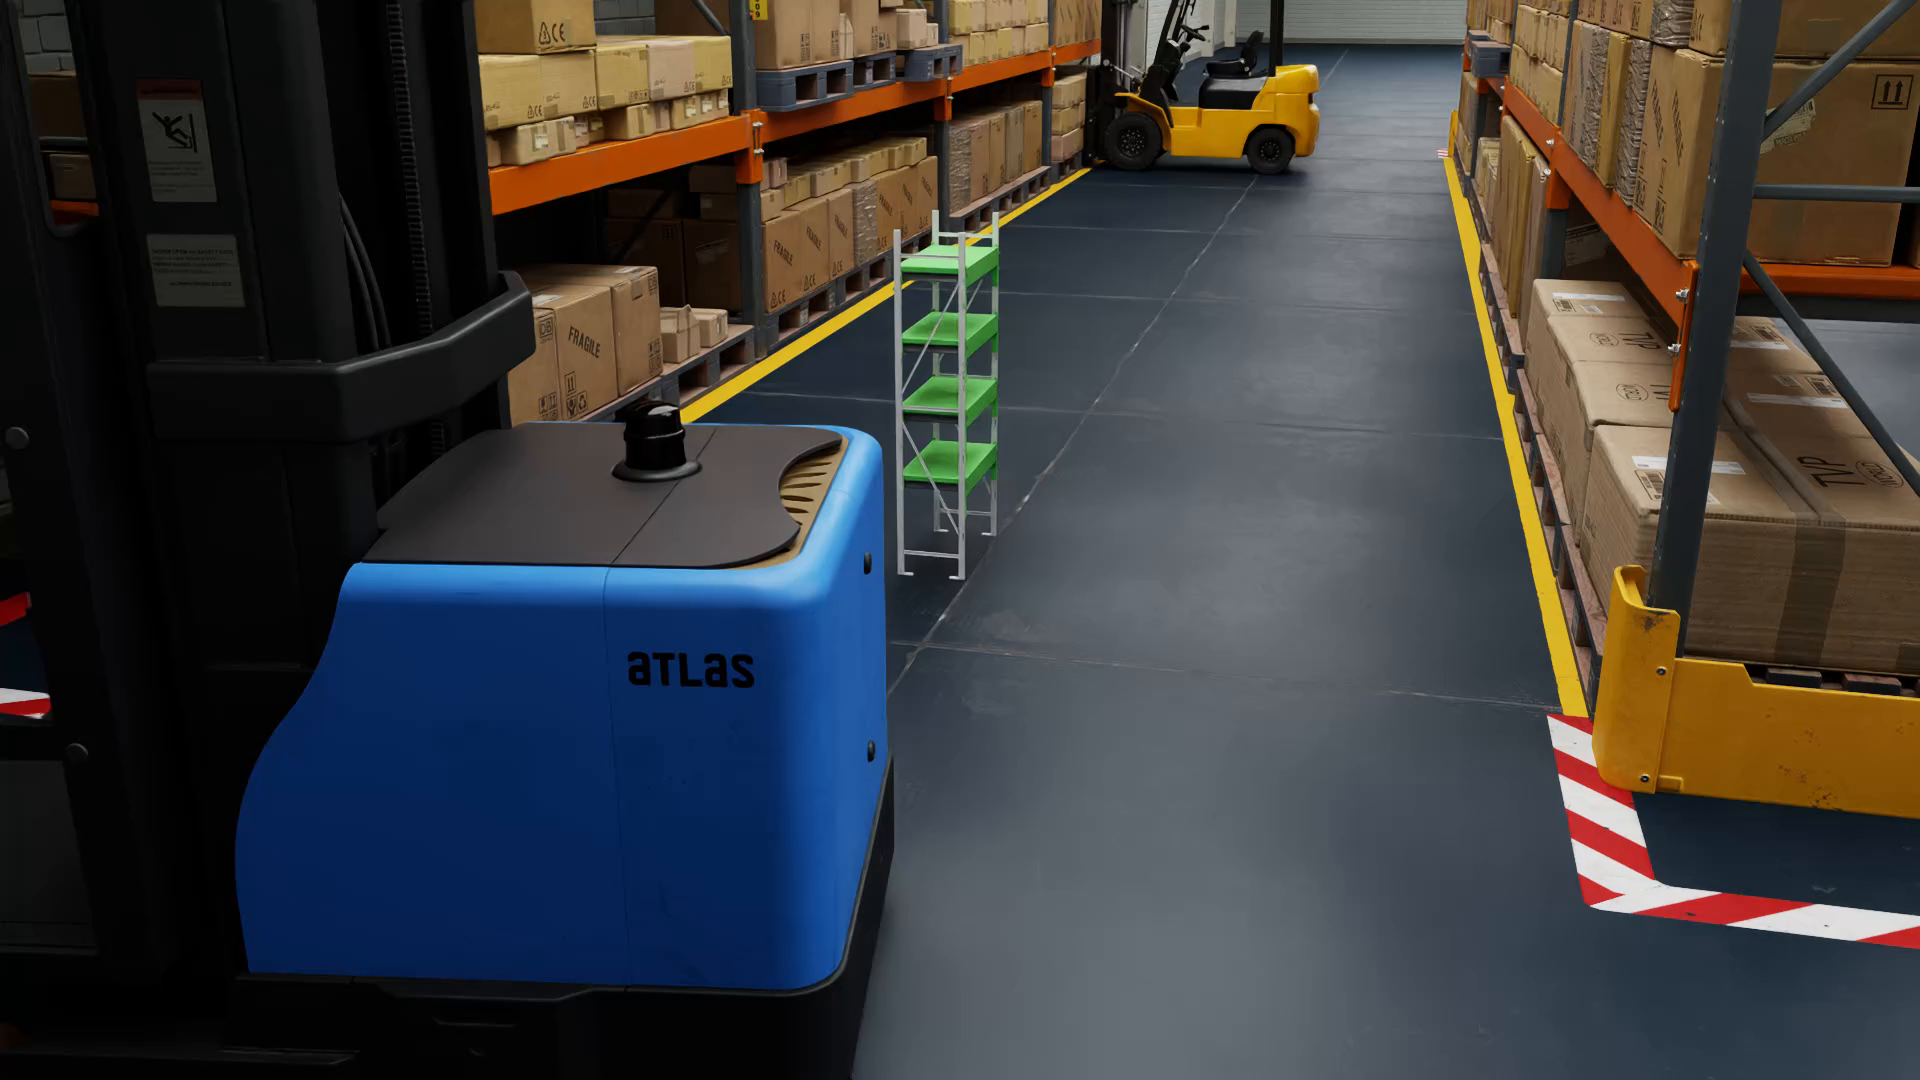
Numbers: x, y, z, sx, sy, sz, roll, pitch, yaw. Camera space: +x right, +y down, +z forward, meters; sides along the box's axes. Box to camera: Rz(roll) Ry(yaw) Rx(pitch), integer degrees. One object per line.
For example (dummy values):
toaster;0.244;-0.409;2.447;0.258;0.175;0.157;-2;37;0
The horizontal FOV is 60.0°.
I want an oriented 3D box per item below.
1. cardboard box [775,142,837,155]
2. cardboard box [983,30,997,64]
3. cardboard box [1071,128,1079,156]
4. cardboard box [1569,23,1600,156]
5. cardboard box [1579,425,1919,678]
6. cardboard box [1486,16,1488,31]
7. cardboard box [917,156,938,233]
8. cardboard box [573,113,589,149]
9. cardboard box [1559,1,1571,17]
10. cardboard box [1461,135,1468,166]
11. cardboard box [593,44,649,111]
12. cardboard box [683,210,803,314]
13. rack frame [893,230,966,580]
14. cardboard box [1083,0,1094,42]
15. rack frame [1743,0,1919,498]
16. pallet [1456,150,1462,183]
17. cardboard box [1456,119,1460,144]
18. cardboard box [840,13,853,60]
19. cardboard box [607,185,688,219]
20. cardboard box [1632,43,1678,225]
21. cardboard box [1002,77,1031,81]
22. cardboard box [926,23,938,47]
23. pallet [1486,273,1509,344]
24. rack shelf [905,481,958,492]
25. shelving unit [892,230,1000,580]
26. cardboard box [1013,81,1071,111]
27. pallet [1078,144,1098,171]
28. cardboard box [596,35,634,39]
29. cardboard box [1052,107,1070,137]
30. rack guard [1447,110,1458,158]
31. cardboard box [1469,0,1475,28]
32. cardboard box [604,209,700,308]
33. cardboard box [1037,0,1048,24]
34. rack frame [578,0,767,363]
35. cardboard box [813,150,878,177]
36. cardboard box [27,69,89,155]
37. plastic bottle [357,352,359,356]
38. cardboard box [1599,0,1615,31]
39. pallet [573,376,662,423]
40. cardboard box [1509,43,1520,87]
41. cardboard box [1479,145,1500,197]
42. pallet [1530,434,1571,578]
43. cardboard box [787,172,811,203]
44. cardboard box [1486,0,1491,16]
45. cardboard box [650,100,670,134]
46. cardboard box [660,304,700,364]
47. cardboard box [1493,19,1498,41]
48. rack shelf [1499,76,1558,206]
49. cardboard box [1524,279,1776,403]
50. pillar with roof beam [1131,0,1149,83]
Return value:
cardboard box;-1.083;-2.709;11.691;0.380;0.149;0.250;5;19;14
cardboard box;0.012;-4.058;13.661;0.500;0.250;0.500;4;19;12
cardboard box;0.946;-4.127;17.235;0.500;0.250;0.500;4;19;12
cardboard box;2.762;-1.809;6.689;0.500;0.500;0.500;5;19;14
cardboard box;2.344;0.007;4.841;0.875;0.438;0.875;4;19;12
cardboard box;4.770;-4.485;14.416;0.380;0.149;0.250;5;19;14
cardboard box;-0.475;-2.557;12.249;0.500;0.500;0.500;5;20;15
cardboard box;-1.784;-1.716;6.958;0.380;0.149;0.250;5;19;13
cardboard box;3.123;-2.726;7.826;0.500;0.500;0.500;5;20;15
cardboard box;5.216;-3.825;16.350;0.500;0.250;0.500;4;19;12
cardboard box;-1.688;-2.014;7.215;0.500;0.250;0.500;5;19;13
cardboard box;-1.221;-1.586;9.408;0.500;0.500;0.500;6;20;16
rack frame;-0.100;-0.439;5.618;0.240;1.200;0.015;5;19;13
cardboard box;1.136;-5.589;17.756;0.500;0.500;0.500;5;19;14
rack frame;2.277;-0.792;3.866;0.949;2.616;0.053;5;19;13
pallet;5.638;-3.830;17.076;1.003;0.211;1.213;5;19;13
cardboard box;5.724;-4.473;18.248;0.500;0.250;0.500;4;19;13
cardboard box;-0.845;-2.977;9.820;0.396;0.266;0.258;6;20;16
cardboard box;-1.747;-1.897;9.316;0.380;0.149;0.250;4;19;11
cardboard box;2.278;-1.168;4.810;0.500;0.500;0.500;4;19;12
cardboard box;0.439;-4.644;17.201;0.500;0.250;0.500;4;19;13
cardboard box;-0.368;-3.534;11.632;0.380;0.149;0.250;5;19;14
pallet;3.669;-1.358;9.835;1.003;0.211;1.213;5;19;13
rack shelf;-0.040;-0.255;5.931;0.199;0.029;0.442;5;19;13
shelving unit;7.155;-1.278;8.074;13.061;1.200;8.595;5;19;13
cardboard box;0.820;-4.442;16.608;0.500;0.250;0.500;4;19;13
pallet;0.929;-4.254;18.315;1.003;0.211;1.213;5;19;13
cardboard box;-0.758;-3.731;11.856;0.659;0.500;8.552;5;20;15
cardboard box;0.815;-4.205;16.690;0.500;0.250;0.500;5;19;13
rack guard;6.171;-4.600;18.882;1.175;0.500;0.348;5;19;13
cardboard box;5.558;-5.546;17.169;0.500;0.500;0.500;4;19;12
cardboard box;-1.618;-1.822;9.867;0.516;0.649;1.298;5;20;15
cardboard box;0.526;-4.936;15.455;0.500;0.250;0.500;4;19;12
rack frame;-1.557;-2.437;8.680;1.000;3.000;0.127;5;19;13
cardboard box;-0.767;-2.514;11.121;0.380;0.149;0.250;4;19;13
cardboard box;-2.679;-1.418;5.469;0.500;0.250;0.500;5;20;15
plastic bottle;9.228;-1.631;8.261;18.865;1.306;14.188;3;19;10
cardboard box;2.640;-2.119;6.048;0.500;0.500;0.500;5;19;14
pallet;-2.022;-0.518;7.378;1.003;0.211;1.213;5;19;13
cardboard box;3.871;-3.095;10.840;0.500;0.250;0.500;4;19;12
cardboard box;4.914;-3.118;14.092;0.950;0.372;0.625;6;20;17
pallet;2.699;-0.110;6.184;1.003;0.211;1.213;5;19;13
cardboard box;-1.113;-2.112;9.944;0.380;0.149;0.250;4;19;12
cardboard box;4.563;-4.505;13.471;0.500;0.500;0.500;5;19;13
cardboard box;-1.563;-1.951;7.648;0.380;0.149;0.250;5;20;15
cardboard box;-1.496;-1.032;8.148;0.396;0.266;0.258;5;20;15
cardboard box;4.223;-3.839;12.524;0.380;0.149;0.250;5;19;14
rack shelf;3.746;-2.332;9.488;1.077;0.370;4.000;5;19;13
cardboard box;3.000;-0.844;7.331;0.875;0.438;0.875;4;19;13
pillar with roof beam;7.437;-12.311;28.308;9.100;9.000;0.400;5;19;13
